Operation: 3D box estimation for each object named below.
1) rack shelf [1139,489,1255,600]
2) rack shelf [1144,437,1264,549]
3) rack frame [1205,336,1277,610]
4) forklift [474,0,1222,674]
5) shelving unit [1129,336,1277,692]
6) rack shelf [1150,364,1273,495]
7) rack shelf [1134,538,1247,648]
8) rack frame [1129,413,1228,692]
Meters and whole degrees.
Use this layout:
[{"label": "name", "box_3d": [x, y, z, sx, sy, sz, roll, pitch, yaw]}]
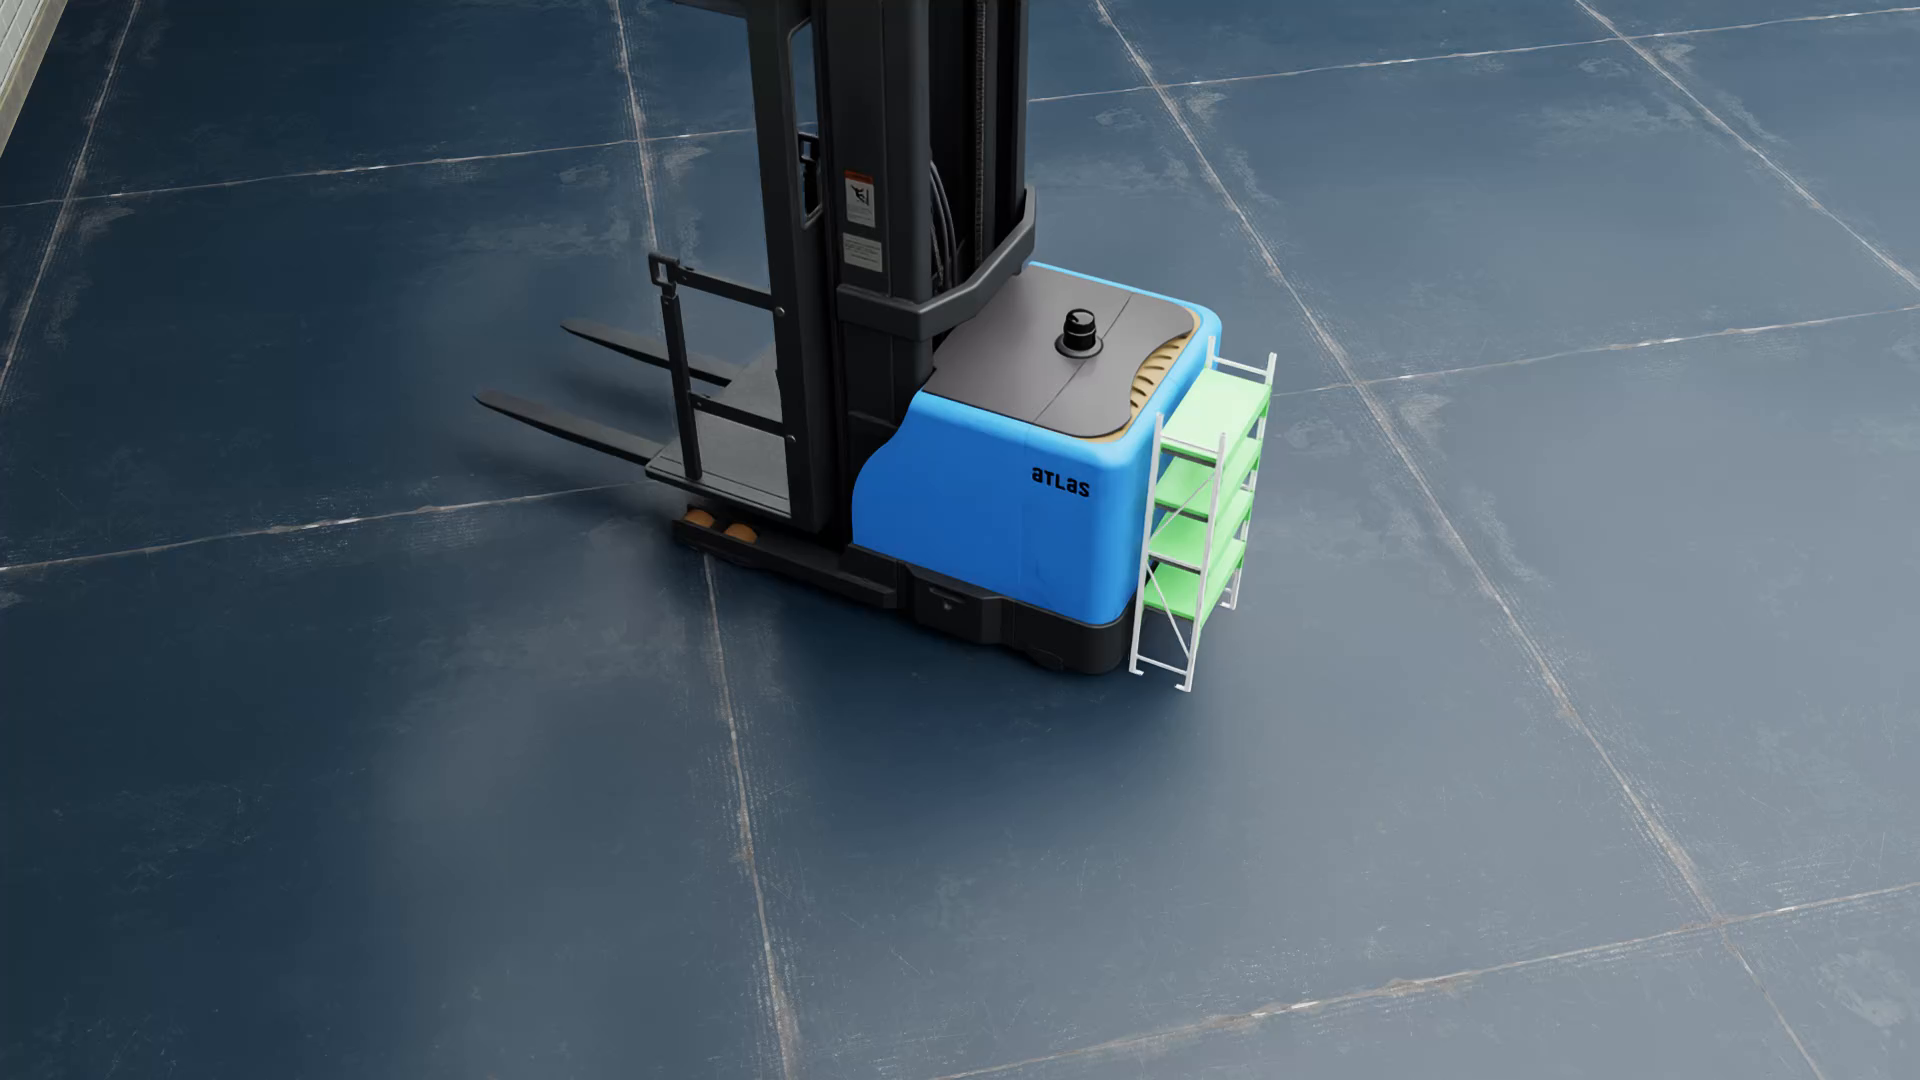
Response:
[{"label": "rack shelf", "box_3d": [0.853, -0.024, 5.967, 0.258, 0.148, 0.480, 19, 45, 19]}, {"label": "rack shelf", "box_3d": [0.854, -0.203, 5.808, 0.258, 0.148, 0.480, 19, 45, 19]}, {"label": "rack frame", "box_3d": [0.962, -0.216, 6.088, 0.240, 1.200, 0.015, 19, 45, 19]}, {"label": "forklift", "box_3d": [-0.578, -1.289, 5.994, 3.031, 2.935, 1.130, 18, 45, 20]}, {"label": "shelving unit", "box_3d": [0.853, -0.071, 5.925, 0.258, 1.200, 0.503, 19, 45, 19]}, {"label": "rack shelf", "box_3d": [0.856, -0.381, 5.648, 0.258, 0.148, 0.480, 19, 45, 19]}, {"label": "rack shelf", "box_3d": [0.851, 0.155, 6.127, 0.258, 0.148, 0.480, 19, 45, 19]}, {"label": "rack frame", "box_3d": [0.744, 0.074, 5.762, 0.240, 1.200, 0.015, 19, 45, 19]}]
